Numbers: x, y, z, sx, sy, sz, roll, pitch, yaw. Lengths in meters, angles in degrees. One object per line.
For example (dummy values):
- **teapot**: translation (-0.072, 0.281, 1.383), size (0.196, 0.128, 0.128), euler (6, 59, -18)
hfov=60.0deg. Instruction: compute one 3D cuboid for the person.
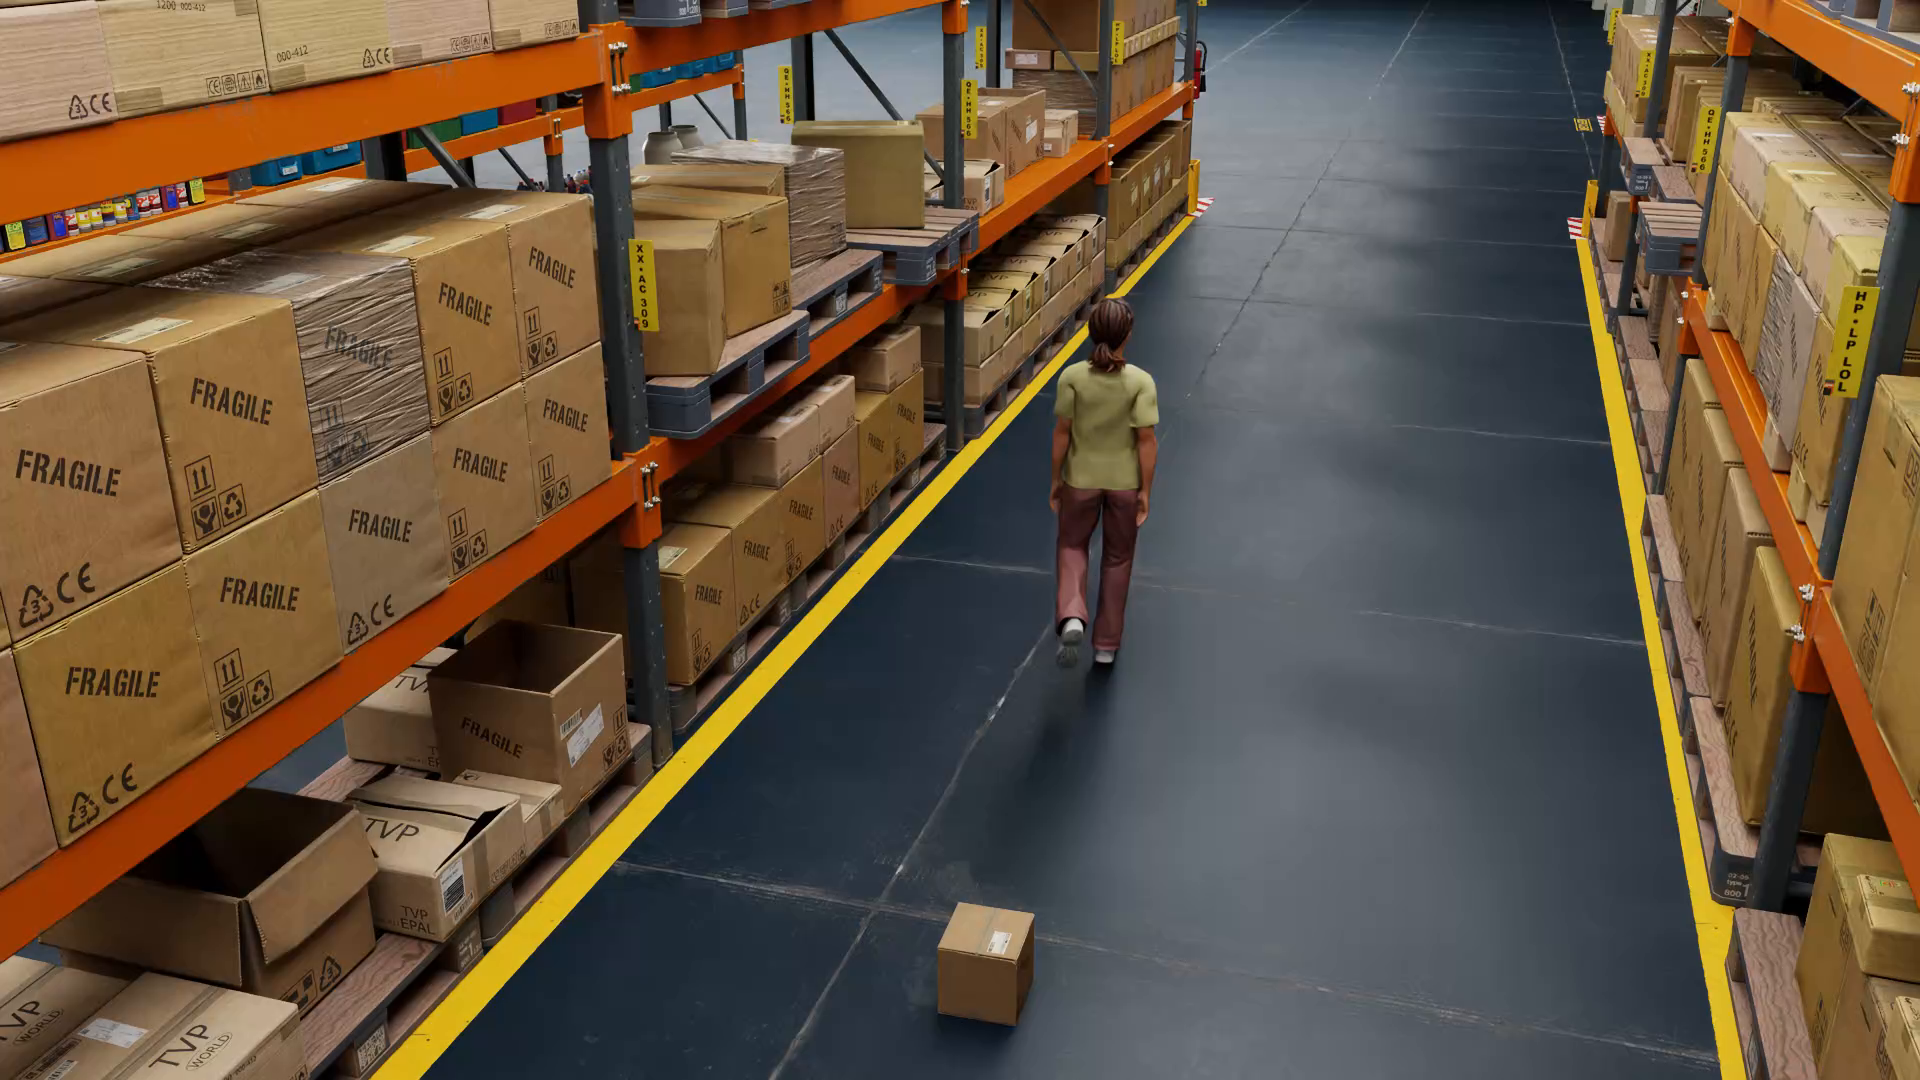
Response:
- **person**: translation (0.604, -0.213, 7.057), size (0.457, 1.655, 0.623), euler (4, 22, 9)
